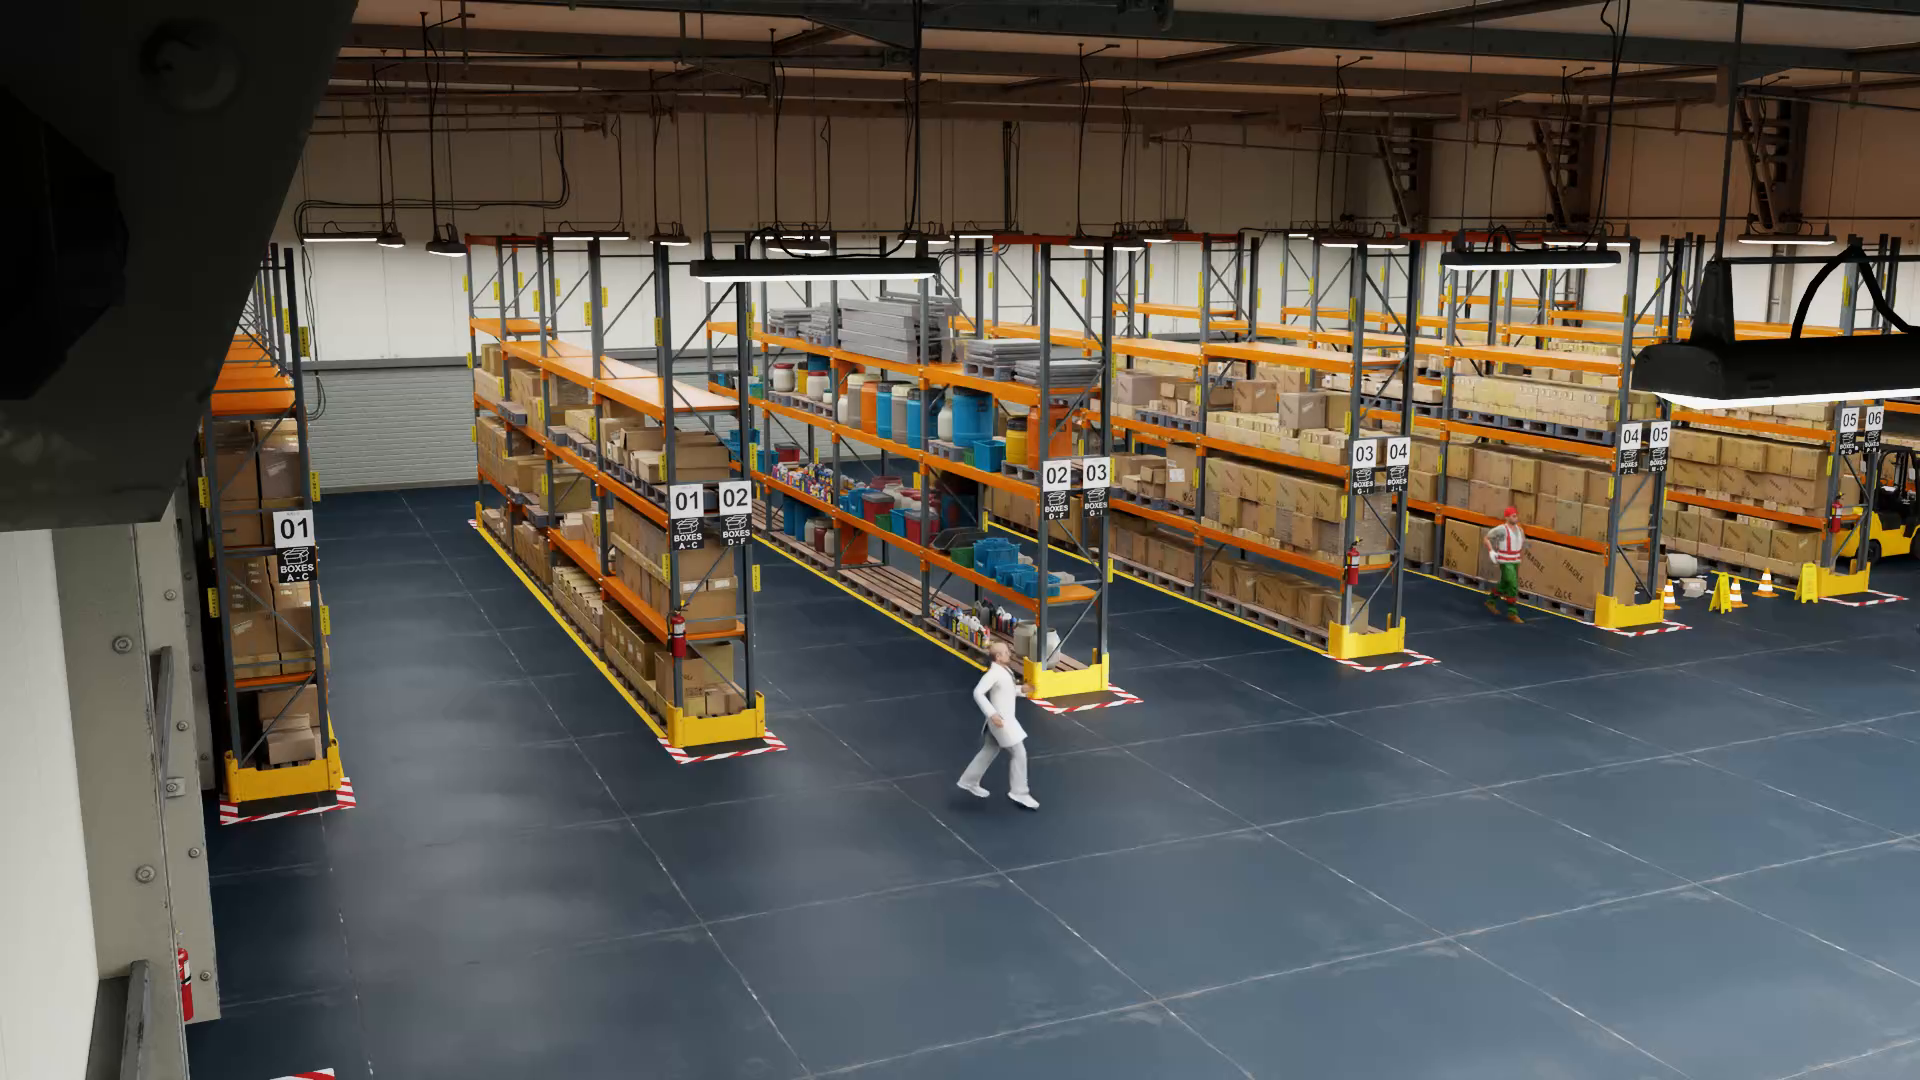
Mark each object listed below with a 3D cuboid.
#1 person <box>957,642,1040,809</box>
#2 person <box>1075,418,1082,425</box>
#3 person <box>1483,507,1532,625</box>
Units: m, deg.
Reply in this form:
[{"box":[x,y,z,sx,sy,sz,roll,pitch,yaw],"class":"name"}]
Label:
[{"box":[0.417,2.005,18.066,0.909,1.836,0.681,0,11,-1],"class":"person"},{"box":[2.792,-2.102,39.739,0.638,1.607,0.659,-2,11,-10],"class":"person"},{"box":[8.694,0.374,26.406,0.655,1.825,0.856,-8,13,-35],"class":"person"}]
